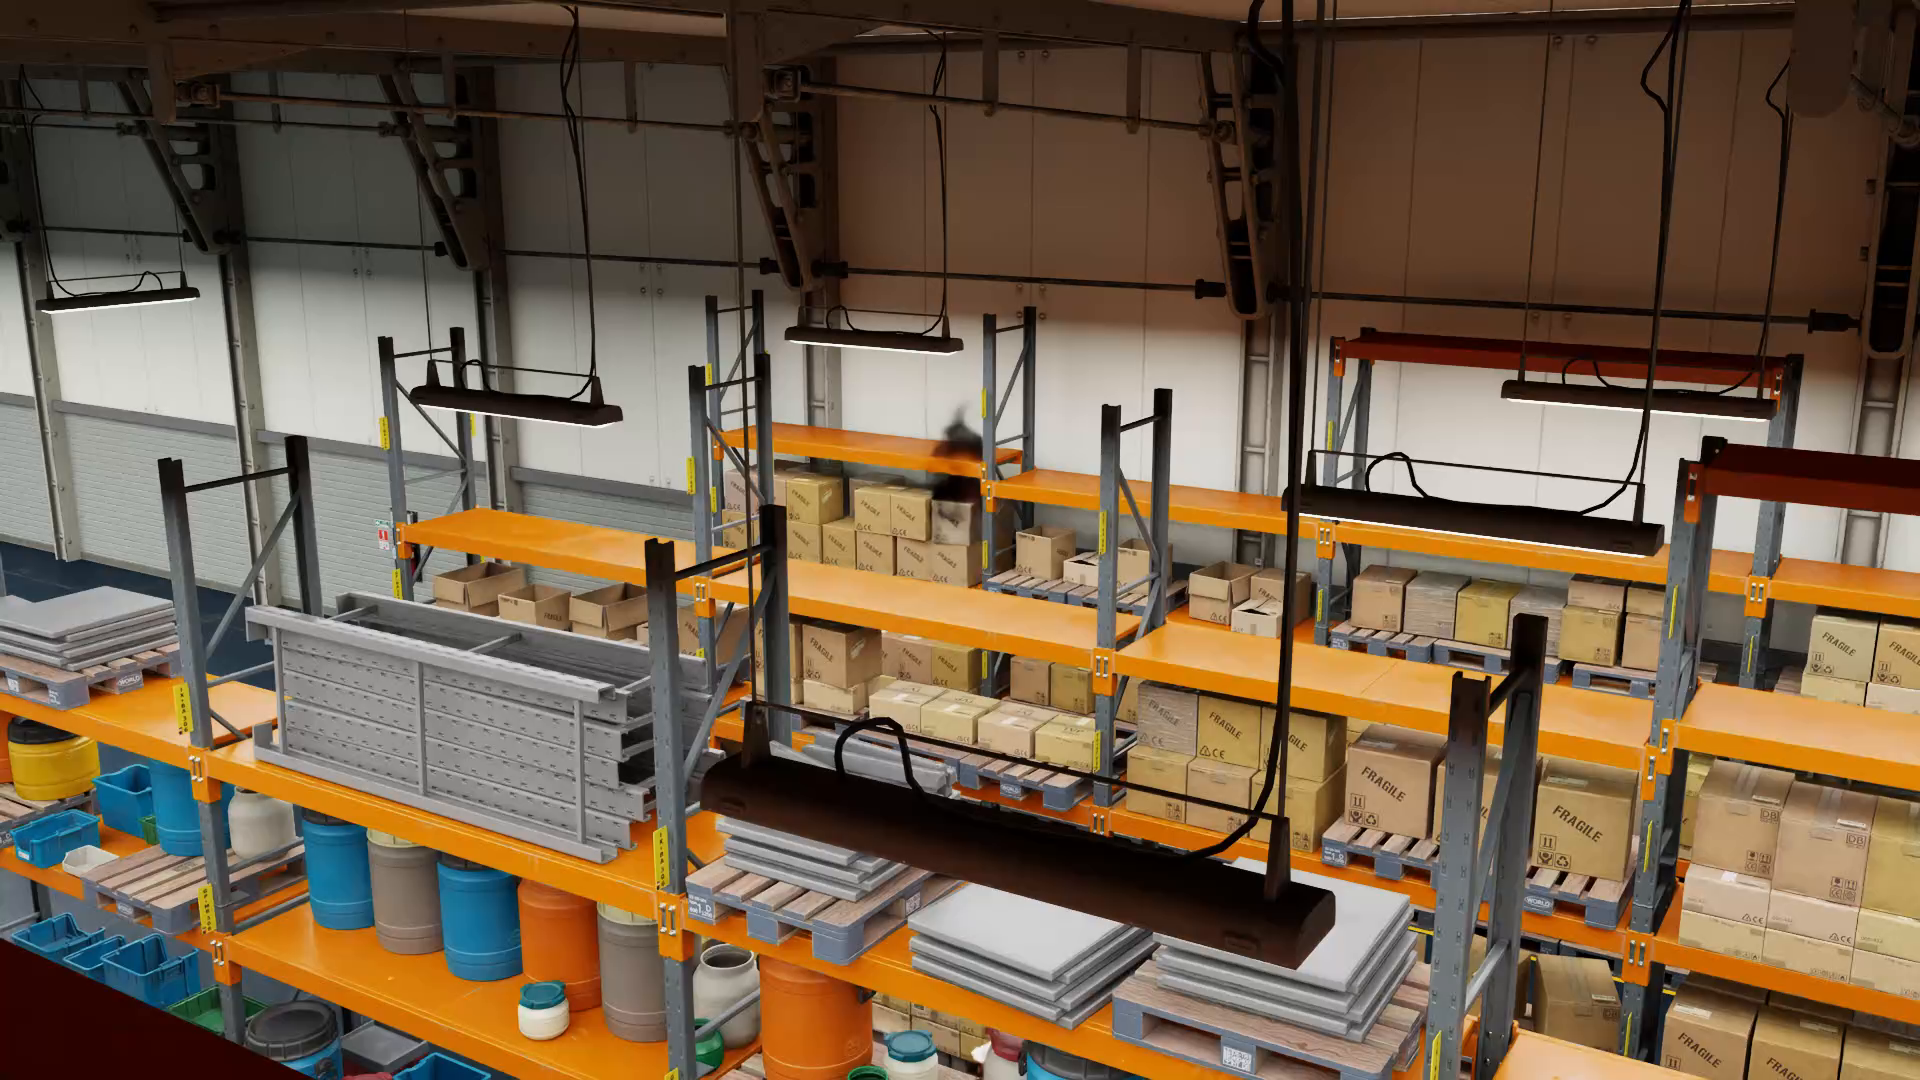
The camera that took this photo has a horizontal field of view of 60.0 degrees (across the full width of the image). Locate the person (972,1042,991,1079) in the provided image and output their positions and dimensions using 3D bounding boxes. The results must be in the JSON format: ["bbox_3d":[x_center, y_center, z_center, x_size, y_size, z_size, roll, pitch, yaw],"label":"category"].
[{"bbox_3d":[0.214,4.373,11.789,0.808,1.809,0.646,6,15,22],"label":"person"}]
